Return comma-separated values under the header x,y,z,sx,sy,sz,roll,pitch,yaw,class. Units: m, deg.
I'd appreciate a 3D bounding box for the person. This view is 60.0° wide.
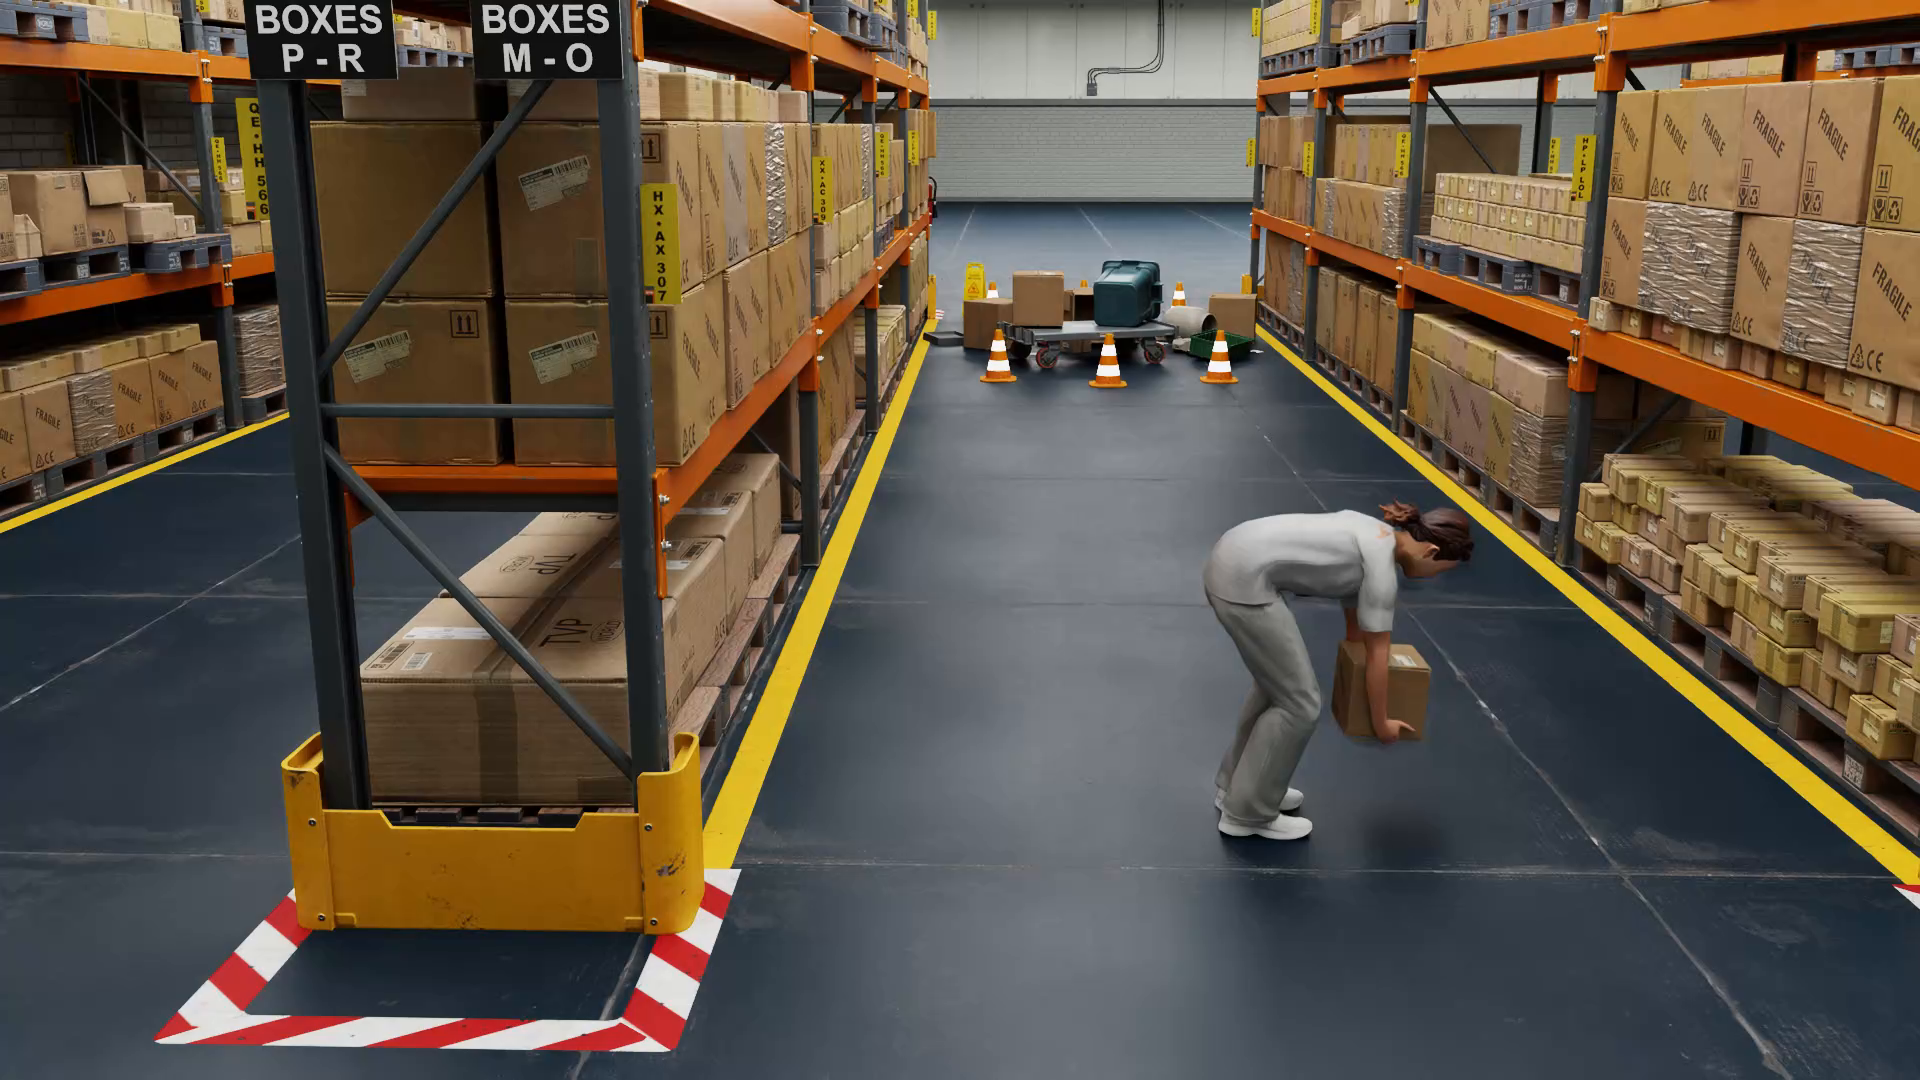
x,y,z,sx,sy,sz,roll,pitch,yaw,class
1.234,0.420,5.508,0.870,1.102,0.425,0,14,0,person
